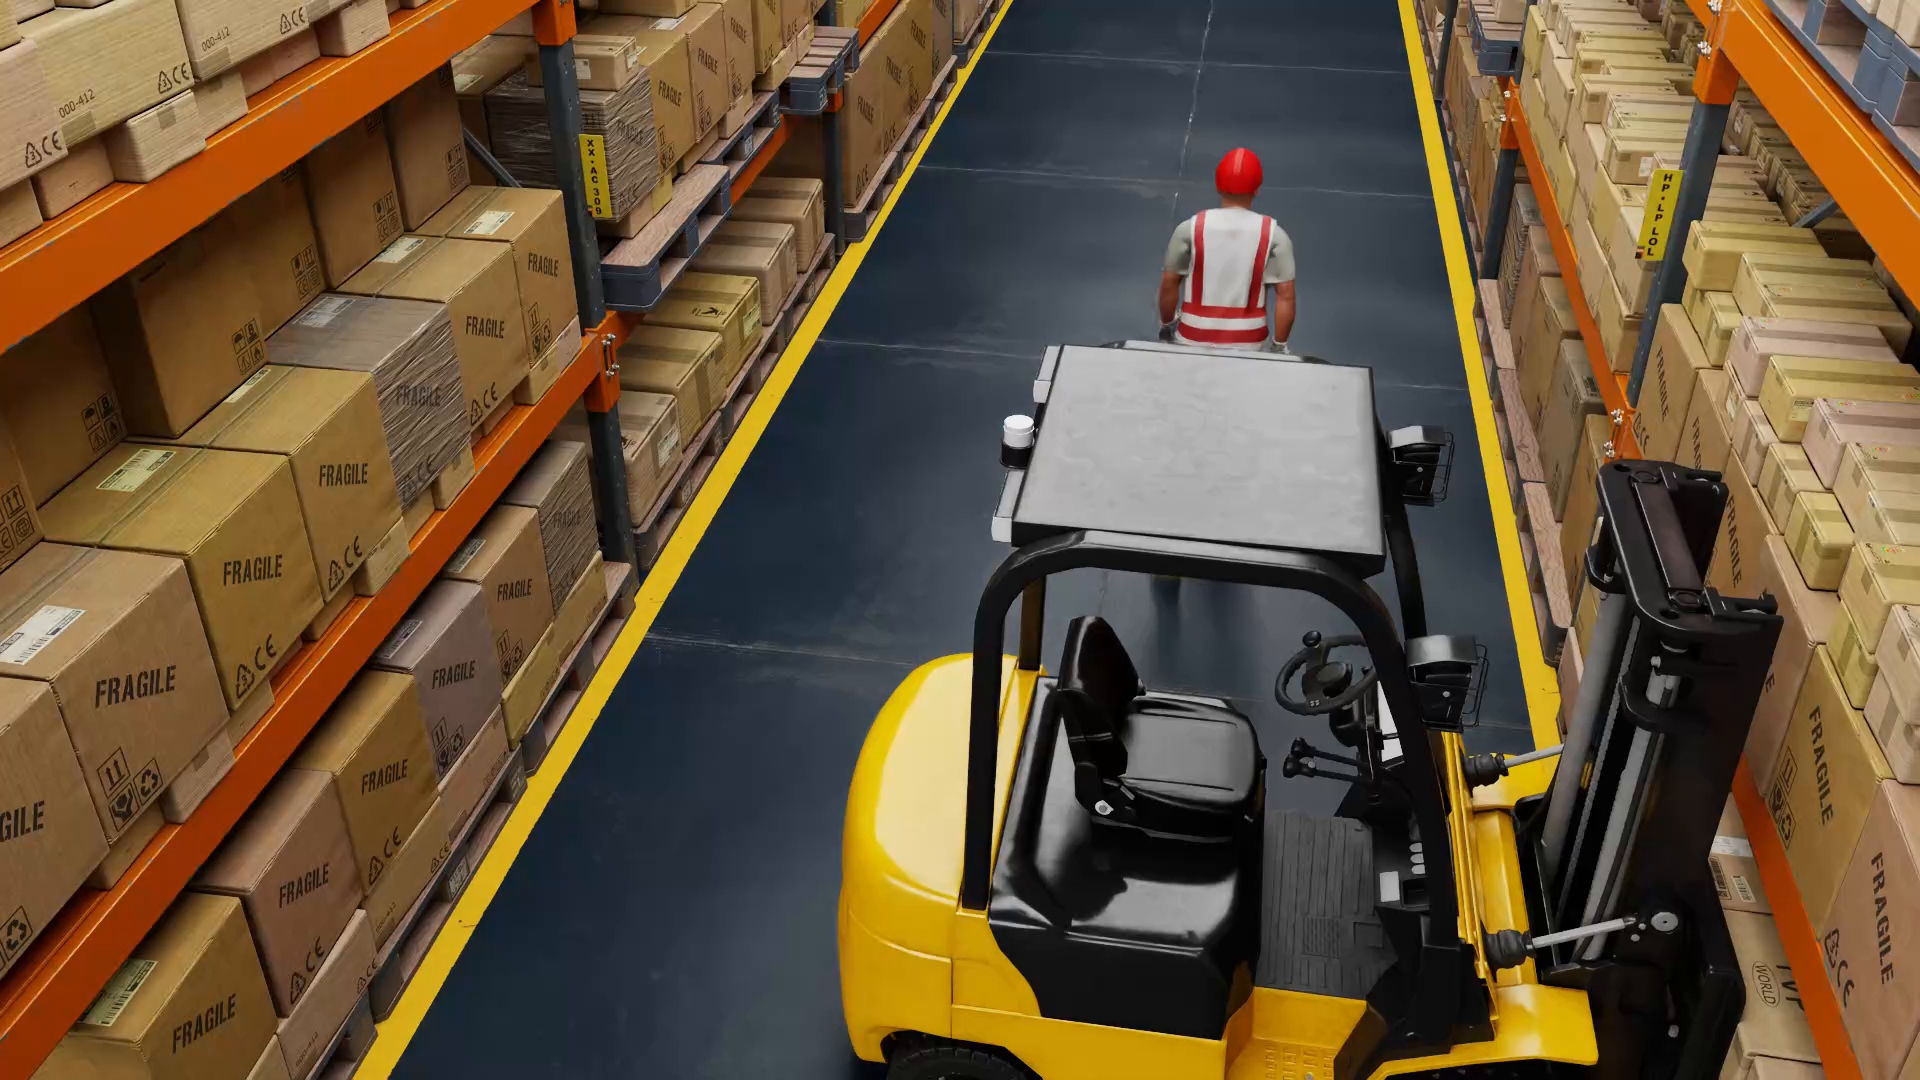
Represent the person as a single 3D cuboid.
[{"bbox_3d":[1.177,-0.844,7.462,0.610,1.765,0.645,3,32,5],"label":"person"}]
